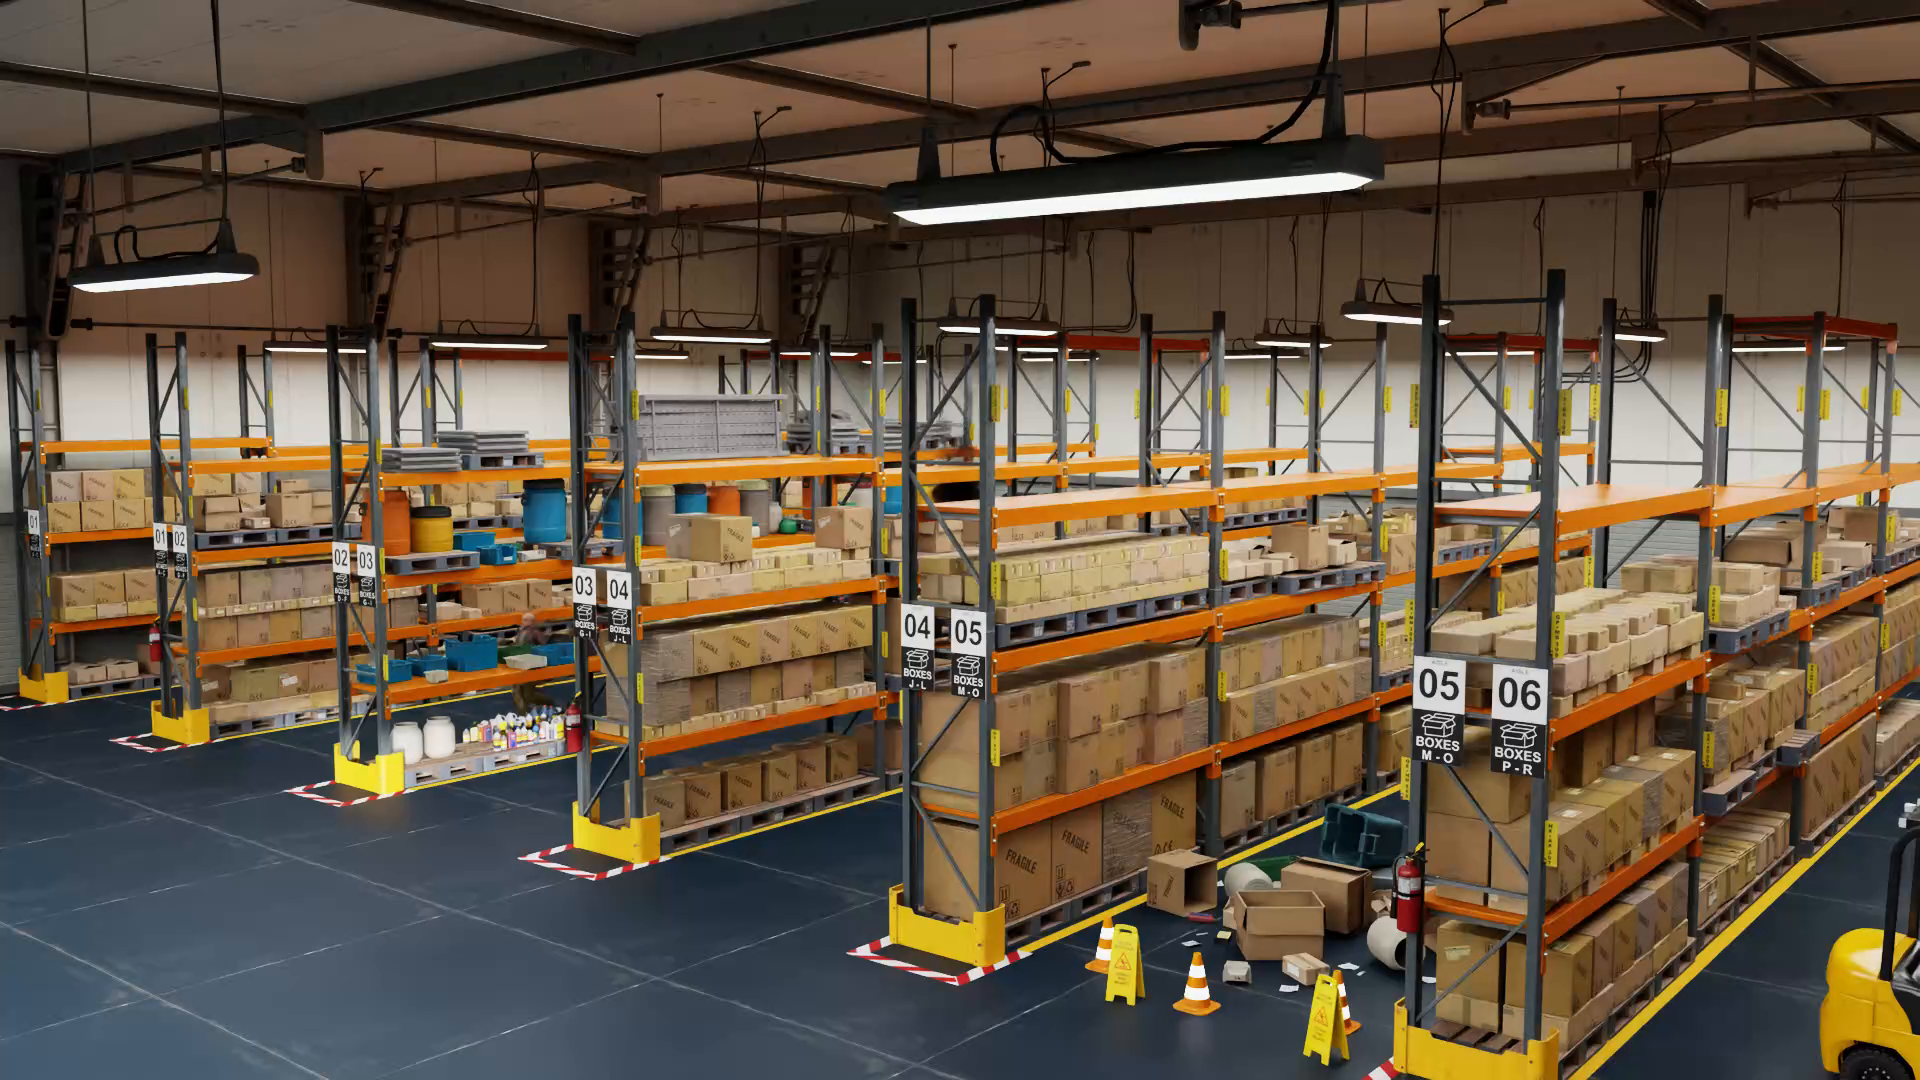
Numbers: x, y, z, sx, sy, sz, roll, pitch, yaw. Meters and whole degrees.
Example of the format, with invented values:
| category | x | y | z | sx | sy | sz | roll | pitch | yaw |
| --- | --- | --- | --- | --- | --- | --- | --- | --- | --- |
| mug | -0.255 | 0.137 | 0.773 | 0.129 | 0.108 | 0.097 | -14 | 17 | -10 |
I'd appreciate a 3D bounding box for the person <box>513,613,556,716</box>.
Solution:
| category | x | y | z | sx | sy | sz | roll | pitch | yaw |
| --- | --- | --- | --- | --- | --- | --- | --- | --- | --- |
| person | -6.619 | 1.991 | 25.637 | 0.739 | 1.757 | 0.732 | 4 | 6 | 35 |
